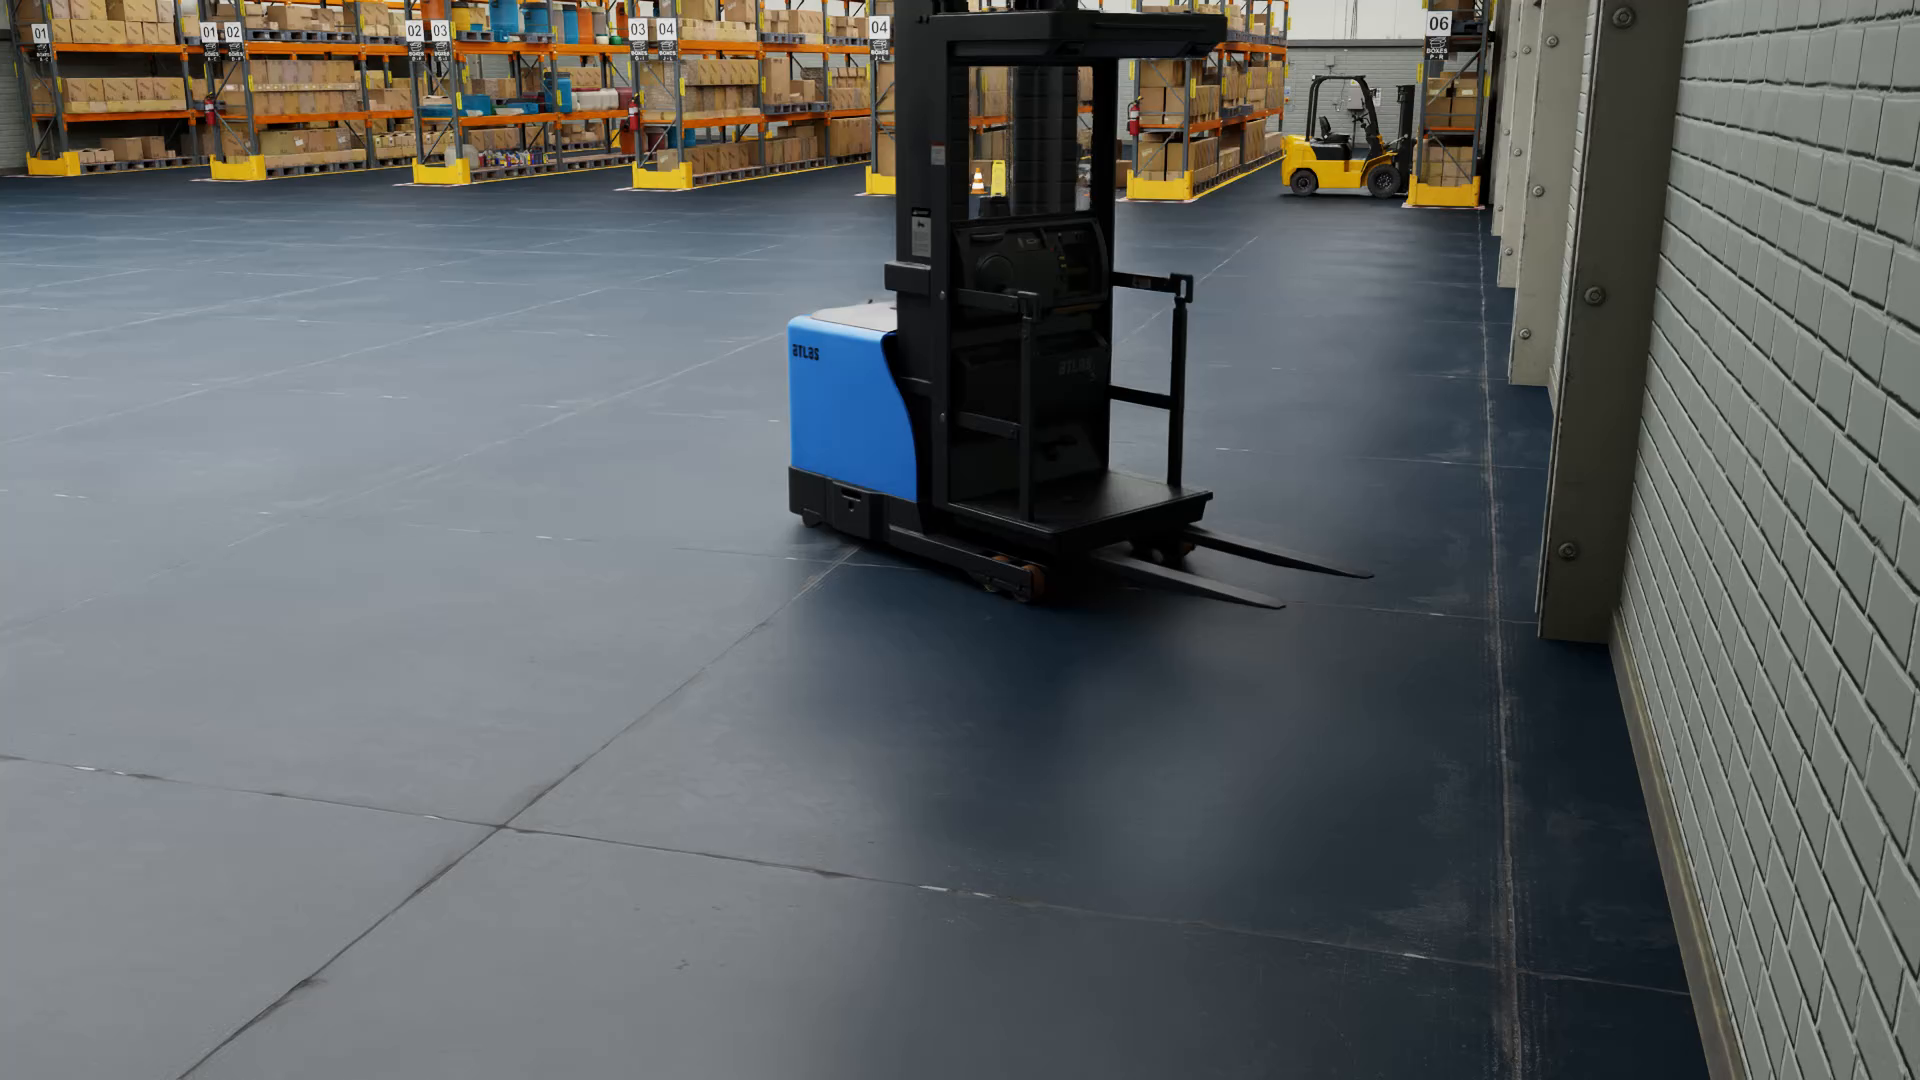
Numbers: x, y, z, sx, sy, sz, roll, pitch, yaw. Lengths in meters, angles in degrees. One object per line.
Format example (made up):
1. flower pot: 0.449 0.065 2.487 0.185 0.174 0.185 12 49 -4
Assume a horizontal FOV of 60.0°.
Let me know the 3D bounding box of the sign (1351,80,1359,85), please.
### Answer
1. sign: 11.708 -13.546 49.076 0.339 0.242 0.001 5 16 16

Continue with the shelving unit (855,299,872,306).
1. shelving unit: -0.436 -0.782 9.162 0.215 1.050 0.252 4 16 14

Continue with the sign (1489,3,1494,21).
1. sign: 10.032 -9.978 31.421 0.100 0.325 0.005 5 16 16

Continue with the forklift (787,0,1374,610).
1. forklift: 0.479 -1.292 7.512 1.130 2.935 3.031 -14 21 -40

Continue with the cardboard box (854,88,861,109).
1. cardboard box: -2.796 -11.044 41.585 0.500 0.500 0.500 5 16 16

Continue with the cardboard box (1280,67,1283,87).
1. cardboard box: 8.120 -12.060 43.334 0.500 0.500 0.500 5 16 16

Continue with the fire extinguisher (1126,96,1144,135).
1. fire extinguisher: 3.128 -7.597 29.757 0.296 0.674 0.183 5 16 16

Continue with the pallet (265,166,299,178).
1. pallet: -15.219 -8.028 36.244 1.003 0.211 1.213 5 16 16

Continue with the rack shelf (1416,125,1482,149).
1. rack shelf: 8.931 -7.421 30.315 1.077 0.370 4.000 5 16 16

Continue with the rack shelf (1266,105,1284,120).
1. rack shelf: 7.581 -10.945 42.738 1.077 0.370 4.000 5 16 16

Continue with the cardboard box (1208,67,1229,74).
1. cardboard box: 5.212 -9.476 33.553 0.380 0.149 0.250 5 16 16

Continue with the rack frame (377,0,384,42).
1. rack frame: -16.736 -15.575 46.748 1.000 3.000 0.127 5 16 16

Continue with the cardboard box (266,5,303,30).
1. cardboard box: -14.662 -11.340 36.105 0.500 0.500 0.500 5 16 16

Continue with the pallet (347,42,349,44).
1. pallet: -16.949 -13.796 46.324 0.805 0.209 1.217 4 16 14

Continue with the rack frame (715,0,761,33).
1. rack frame: -4.762 -12.329 35.306 1.000 3.000 0.127 5 16 16

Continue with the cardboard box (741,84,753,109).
1. cardboard box: -4.949 -9.521 35.672 0.875 0.500 0.500 5 16 16

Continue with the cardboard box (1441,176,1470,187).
1. cardboard box: 8.690 -6.237 29.090 0.500 0.250 0.500 5 16 16

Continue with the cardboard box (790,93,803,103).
1. cardboard box: -3.840 -10.170 38.164 0.396 0.266 0.258 4 16 14

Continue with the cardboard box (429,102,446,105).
1. cardboard box: -13.113 -10.881 41.655 0.380 0.149 0.250 5 16 16

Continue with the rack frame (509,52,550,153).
1. rack frame: -11.986 -12.305 46.216 1.000 3.000 0.127 5 16 16

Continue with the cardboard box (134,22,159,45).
1. cardboard box: -19.072 -11.814 38.766 0.500 0.500 0.500 3 16 11

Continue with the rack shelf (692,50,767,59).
1. rack shelf: -6.669 -13.540 46.392 1.077 0.370 4.000 5 16 16

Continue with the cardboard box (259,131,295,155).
1. cardboard box: -14.890 -8.660 36.258 0.500 0.500 0.500 5 16 16

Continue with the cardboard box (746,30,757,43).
1. cardboard box: -4.641 -10.674 35.244 0.500 0.250 0.500 5 17 18

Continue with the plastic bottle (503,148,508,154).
1. plastic bottle: -10.138 -8.585 37.149 0.144 0.351 0.185 5 17 17

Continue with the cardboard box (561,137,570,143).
1. cardboard box: -11.423 -11.474 47.671 0.380 0.166 0.250 5 16 16

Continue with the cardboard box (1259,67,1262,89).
1. cardboard box: 6.824 -10.893 39.222 0.500 0.500 0.500 5 17 18

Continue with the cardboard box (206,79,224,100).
1. cardboard box: -18.666 -11.131 41.088 0.700 0.500 0.500 6 17 22

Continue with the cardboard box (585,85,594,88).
1. cardboard box: -11.006 -12.995 48.466 0.500 0.500 0.500 5 17 16

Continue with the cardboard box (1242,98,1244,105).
1. cardboard box: 5.973 -9.553 36.204 0.380 0.149 0.250 4 16 15

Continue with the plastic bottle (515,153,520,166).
1. plastic bottle: -9.650 -8.299 36.284 0.097 0.271 0.097 0 16 0

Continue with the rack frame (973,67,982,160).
1. rack frame: -0.035 -9.032 34.676 1.000 3.000 0.127 5 16 16

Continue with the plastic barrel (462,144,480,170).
1. plastic barrel: -10.392 -8.095 35.162 0.421 0.512 0.421 0 16 0

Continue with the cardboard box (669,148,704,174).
1. cardboard box: -5.568 -7.717 33.851 0.500 0.500 0.500 10 18 30

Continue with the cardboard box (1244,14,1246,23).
1. cardboard box: 7.365 -12.866 41.553 0.797 0.503 0.637 6 17 20

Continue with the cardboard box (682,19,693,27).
1. cardboard box: -5.433 -10.074 32.396 0.380 0.149 0.250 5 17 17

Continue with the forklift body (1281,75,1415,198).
1. forklift body: 7.152 -7.473 30.736 2.313 2.155 1.214 5 16 16

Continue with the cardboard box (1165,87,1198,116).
1. cardboard box: 4.003 -7.922 30.033 0.500 0.500 0.500 4 16 15

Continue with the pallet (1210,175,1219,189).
1. pallet: 4.582 -7.155 33.167 1.003 0.211 1.213 5 16 16

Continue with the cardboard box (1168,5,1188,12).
1. cardboard box: 3.899 -9.411 29.514 0.380 0.149 0.250 5 16 15

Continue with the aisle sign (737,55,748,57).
1. aisle sign: -6.365 -14.259 48.340 0.394 0.787 0.004 5 16 16

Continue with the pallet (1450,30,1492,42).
1. pallet: 10.214 -10.212 33.685 1.003 0.211 1.213 5 17 18

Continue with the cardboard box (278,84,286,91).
1. cardboard box: -14.859 -9.812 36.054 0.380 0.149 0.250 4 16 15

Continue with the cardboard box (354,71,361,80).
1. cardboard box: -16.923 -12.841 45.967 0.500 0.250 0.500 5 17 17

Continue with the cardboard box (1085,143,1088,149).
1. cardboard box: 3.221 -10.573 44.565 0.380 0.149 0.250 4 16 13

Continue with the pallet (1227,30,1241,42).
1. pallet: 5.017 -10.181 33.572 1.213 0.211 1.003 5 16 16

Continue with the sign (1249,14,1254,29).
1. sign: 6.396 -11.370 36.475 0.100 0.325 0.005 5 16 16

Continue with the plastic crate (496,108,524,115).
1. plastic crate: -9.730 -9.256 35.948 0.530 0.136 0.437 5 16 16

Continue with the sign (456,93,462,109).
1. sign: -10.122 -8.870 33.597 0.100 0.325 0.005 5 16 16

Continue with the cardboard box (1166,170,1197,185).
1. cardboard box: 4.097 -6.697 30.712 0.500 0.250 0.500 4 16 15

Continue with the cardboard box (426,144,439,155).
1. cardboard box: -13.327 -9.715 41.353 0.500 0.250 0.500 5 17 17
